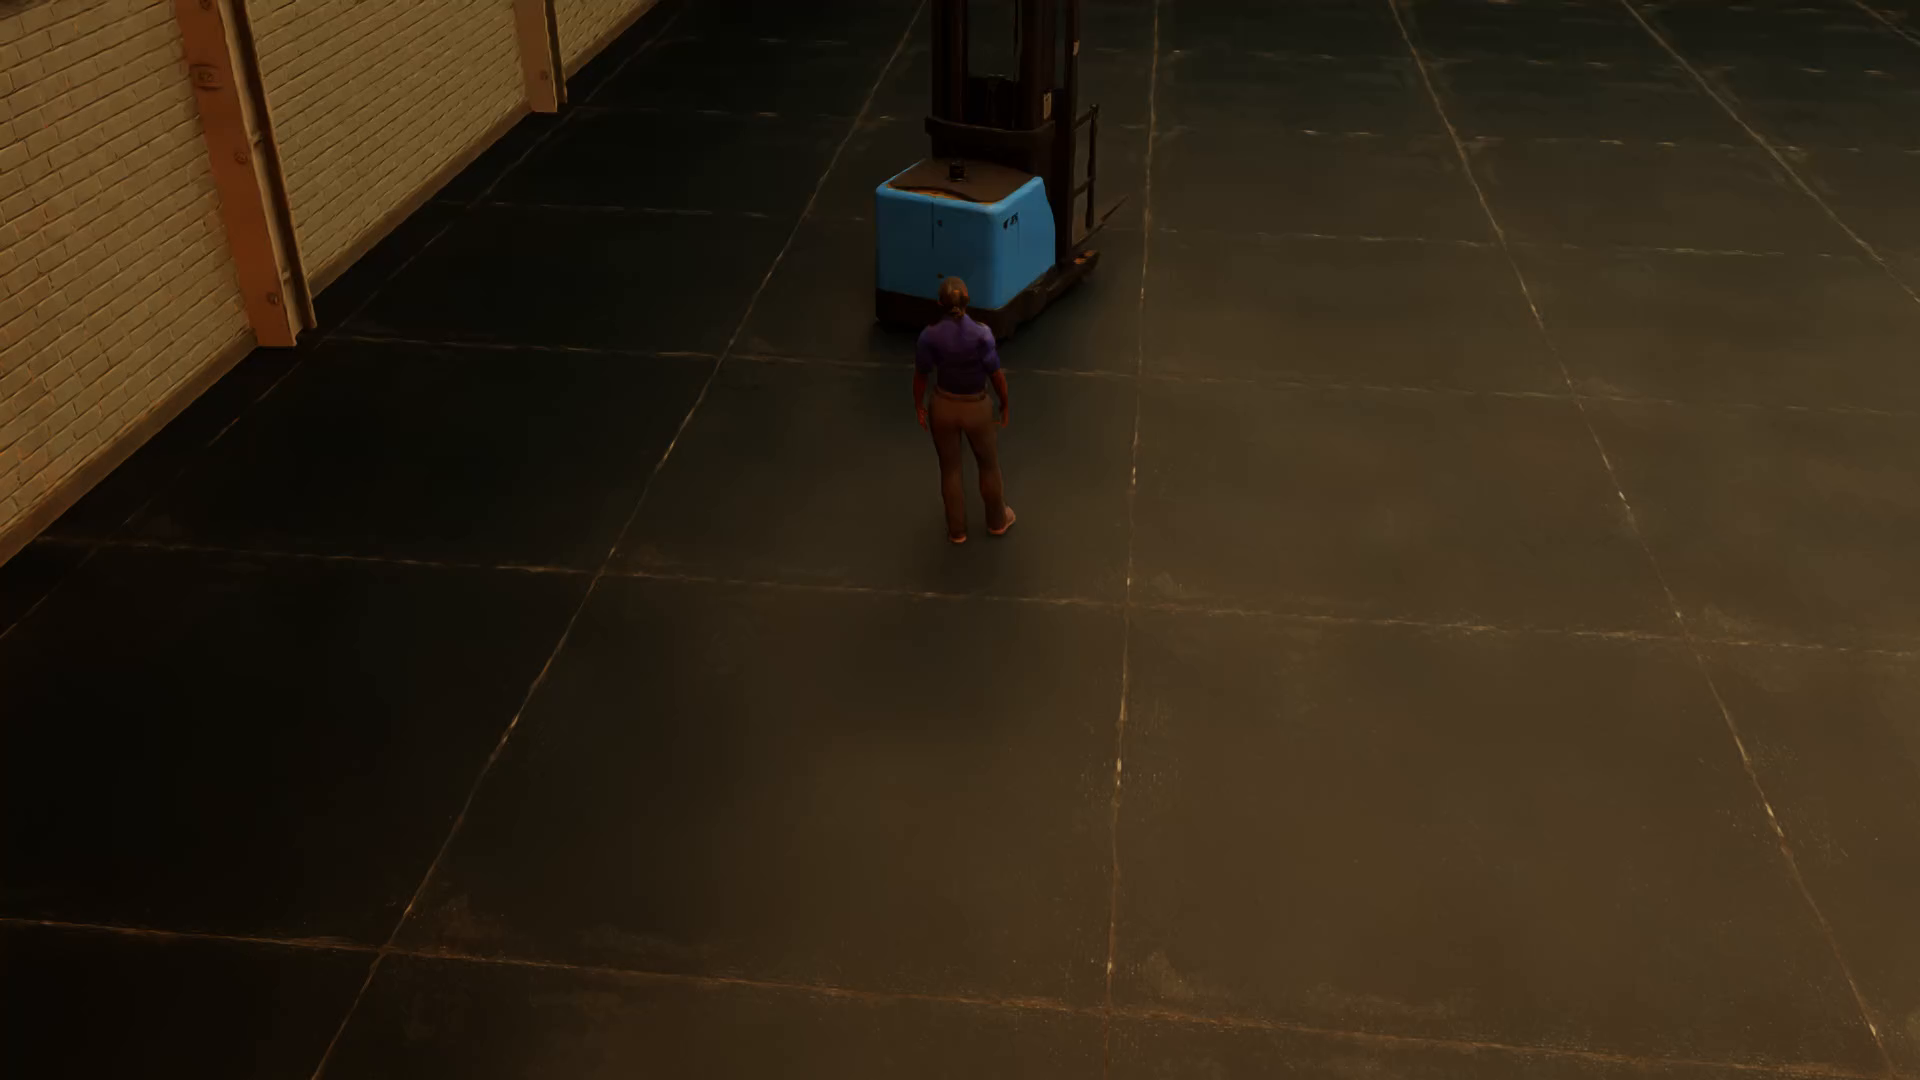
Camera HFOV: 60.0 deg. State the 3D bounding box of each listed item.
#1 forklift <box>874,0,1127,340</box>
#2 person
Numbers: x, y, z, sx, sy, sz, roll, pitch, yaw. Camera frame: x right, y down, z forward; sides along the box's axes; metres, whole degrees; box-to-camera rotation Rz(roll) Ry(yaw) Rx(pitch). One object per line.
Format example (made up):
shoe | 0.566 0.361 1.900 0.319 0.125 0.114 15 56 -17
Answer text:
forklift | 0.475 -3.442 12.729 1.130 2.935 3.031 14 34 23
person | 0.029 -0.755 9.450 0.570 1.641 0.503 3 31 6
